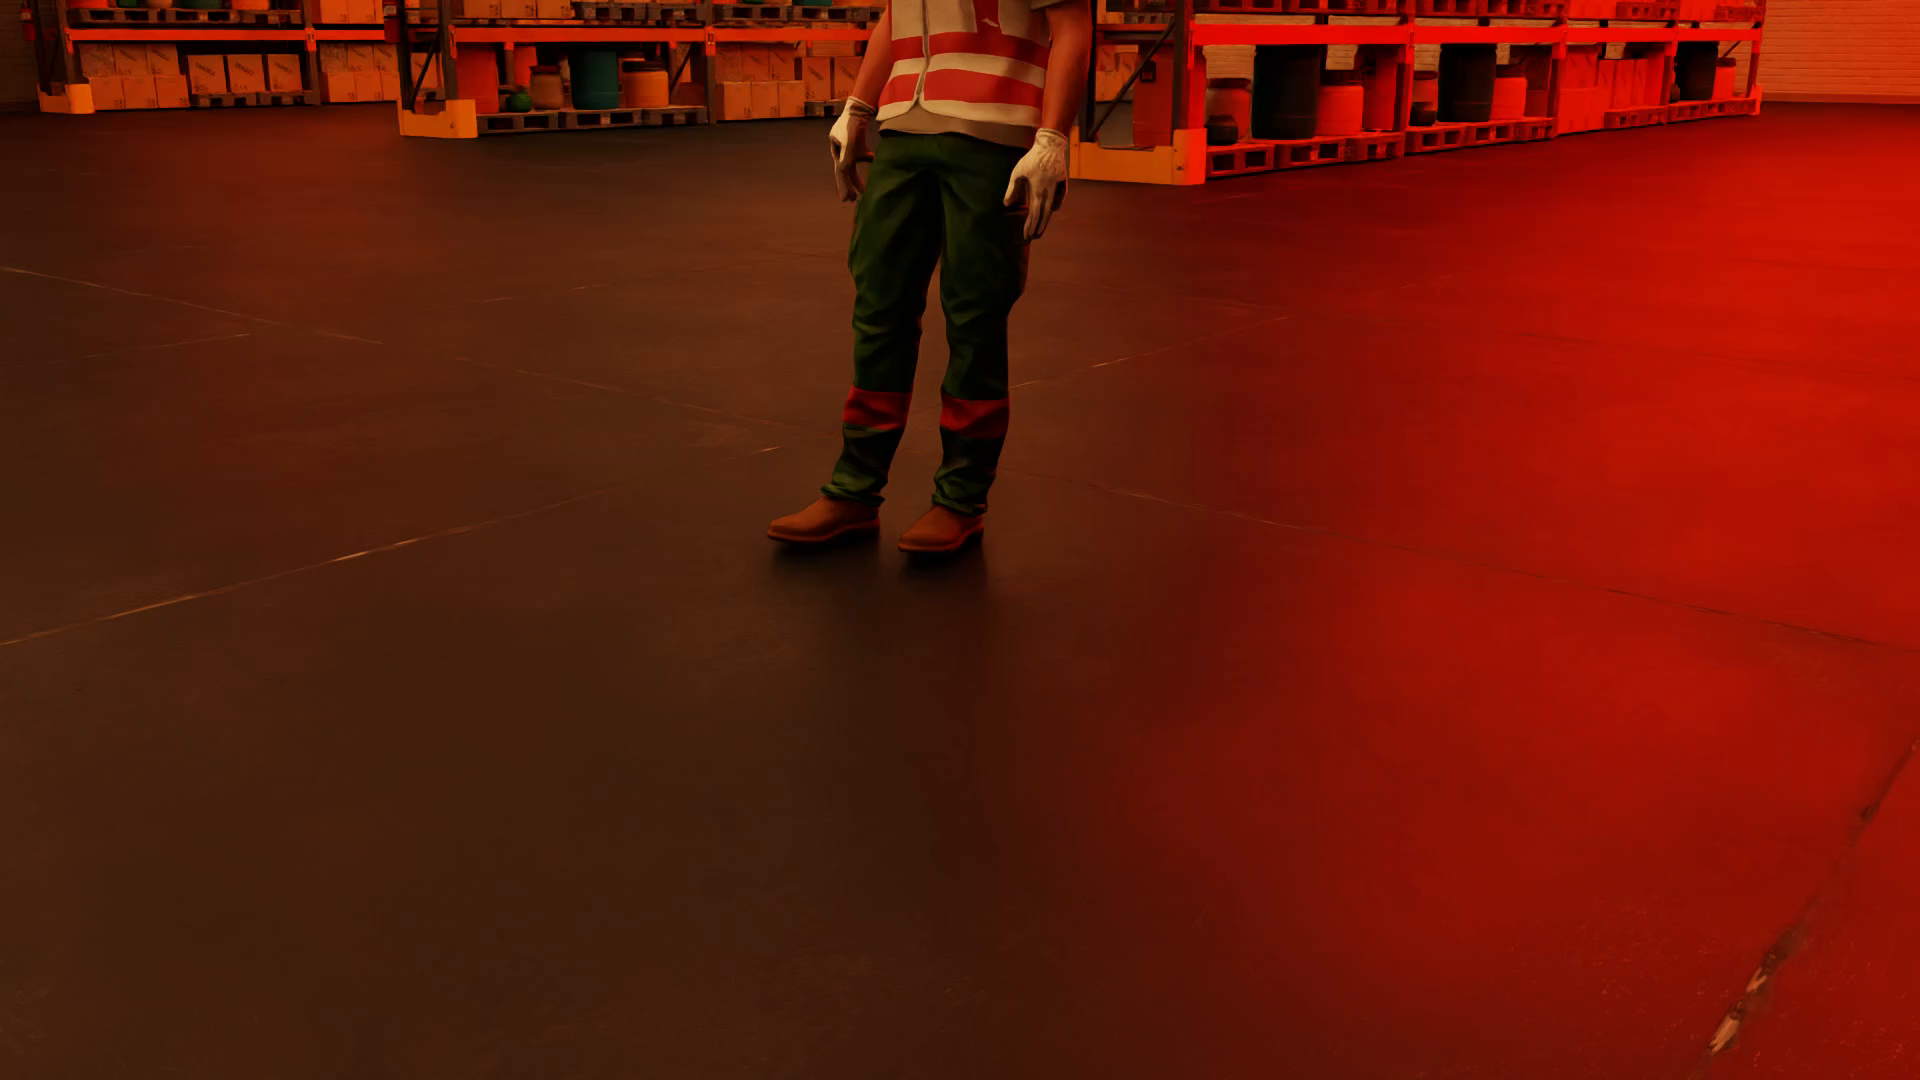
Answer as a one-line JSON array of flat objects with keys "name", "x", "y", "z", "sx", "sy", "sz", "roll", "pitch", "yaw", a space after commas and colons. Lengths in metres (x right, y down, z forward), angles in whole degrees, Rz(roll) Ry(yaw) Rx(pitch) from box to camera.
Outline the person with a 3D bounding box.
[{"name": "person", "x": -0.060, "y": -0.848, "z": 3.628, "sx": 0.637, "sy": 1.787, "sz": 0.564, "roll": 13, "pitch": 21, "yaw": 37}]
